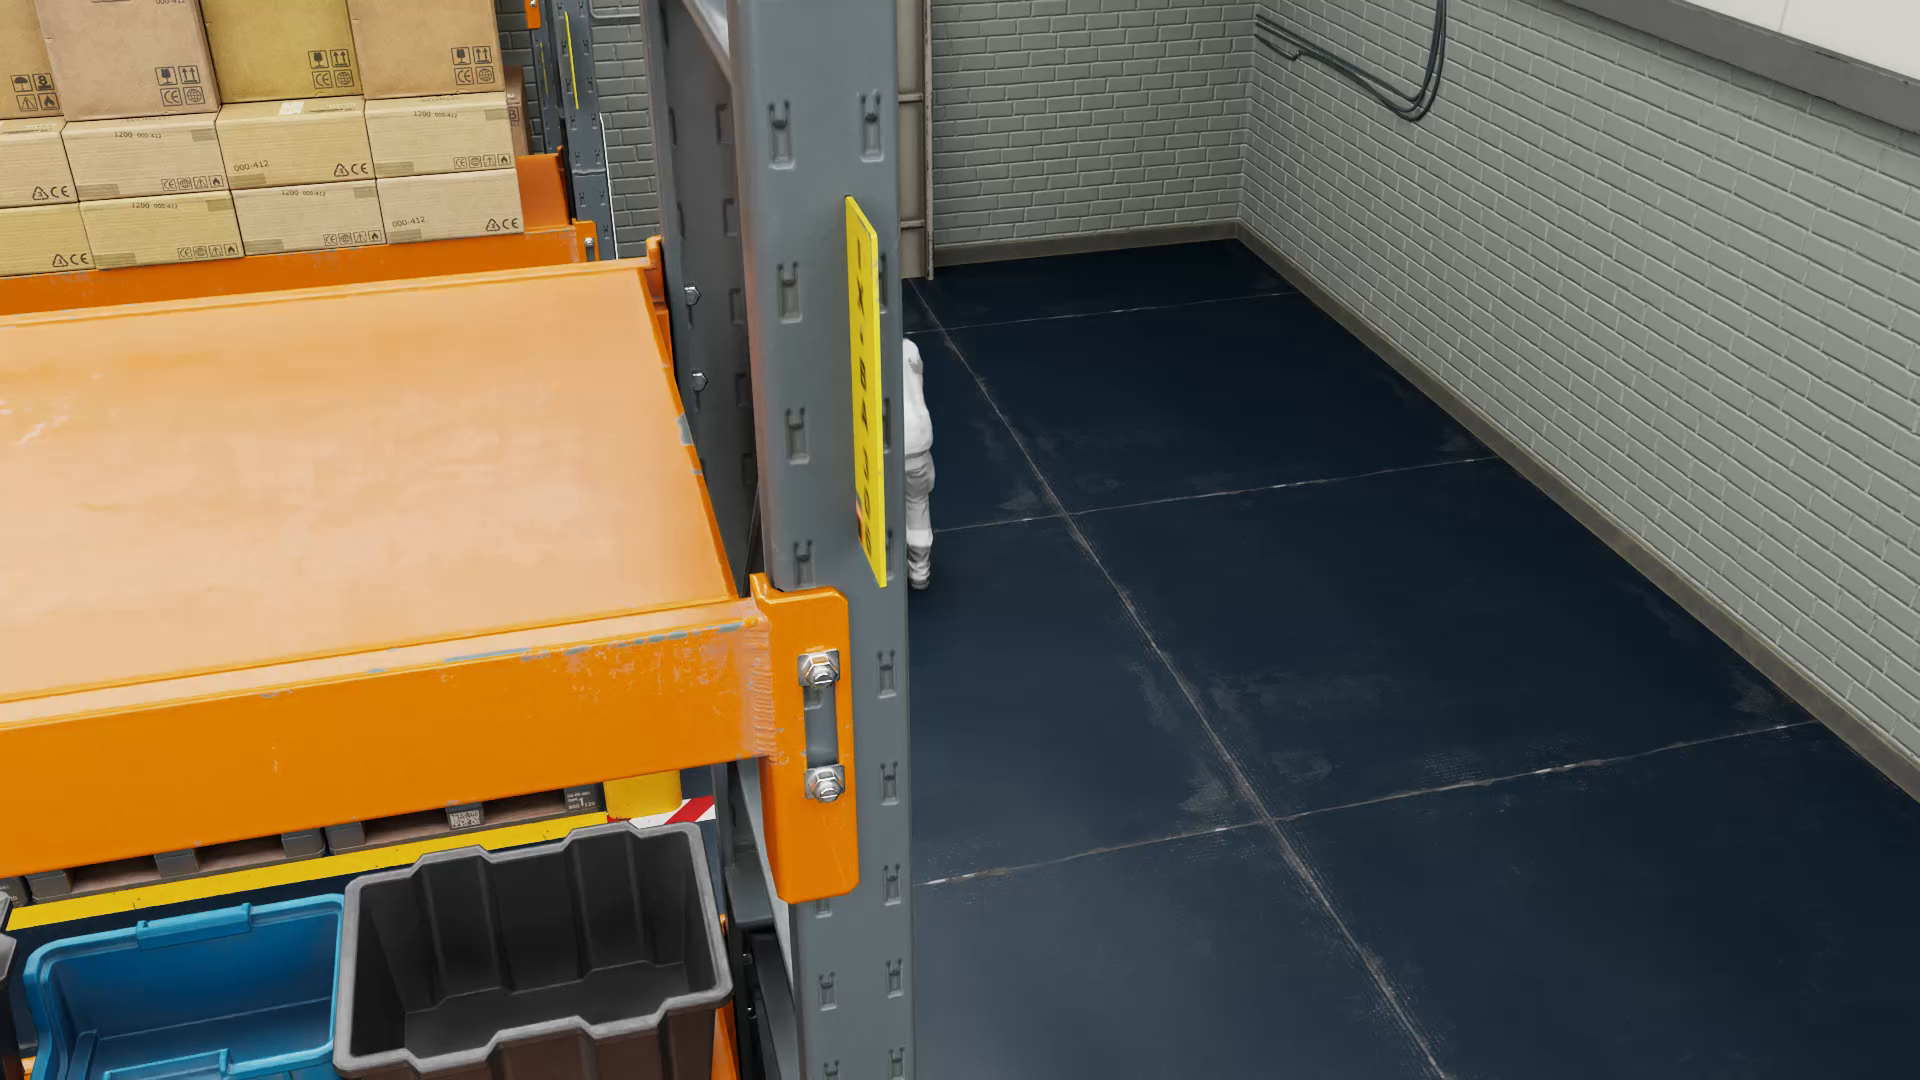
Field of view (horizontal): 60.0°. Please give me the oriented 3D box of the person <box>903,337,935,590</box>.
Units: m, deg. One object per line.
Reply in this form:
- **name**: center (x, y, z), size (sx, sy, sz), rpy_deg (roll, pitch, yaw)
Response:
- **person**: center (-0.410, -0.542, 9.177), size (0.483, 1.655, 0.715), rpy_deg (-8, 31, -14)
